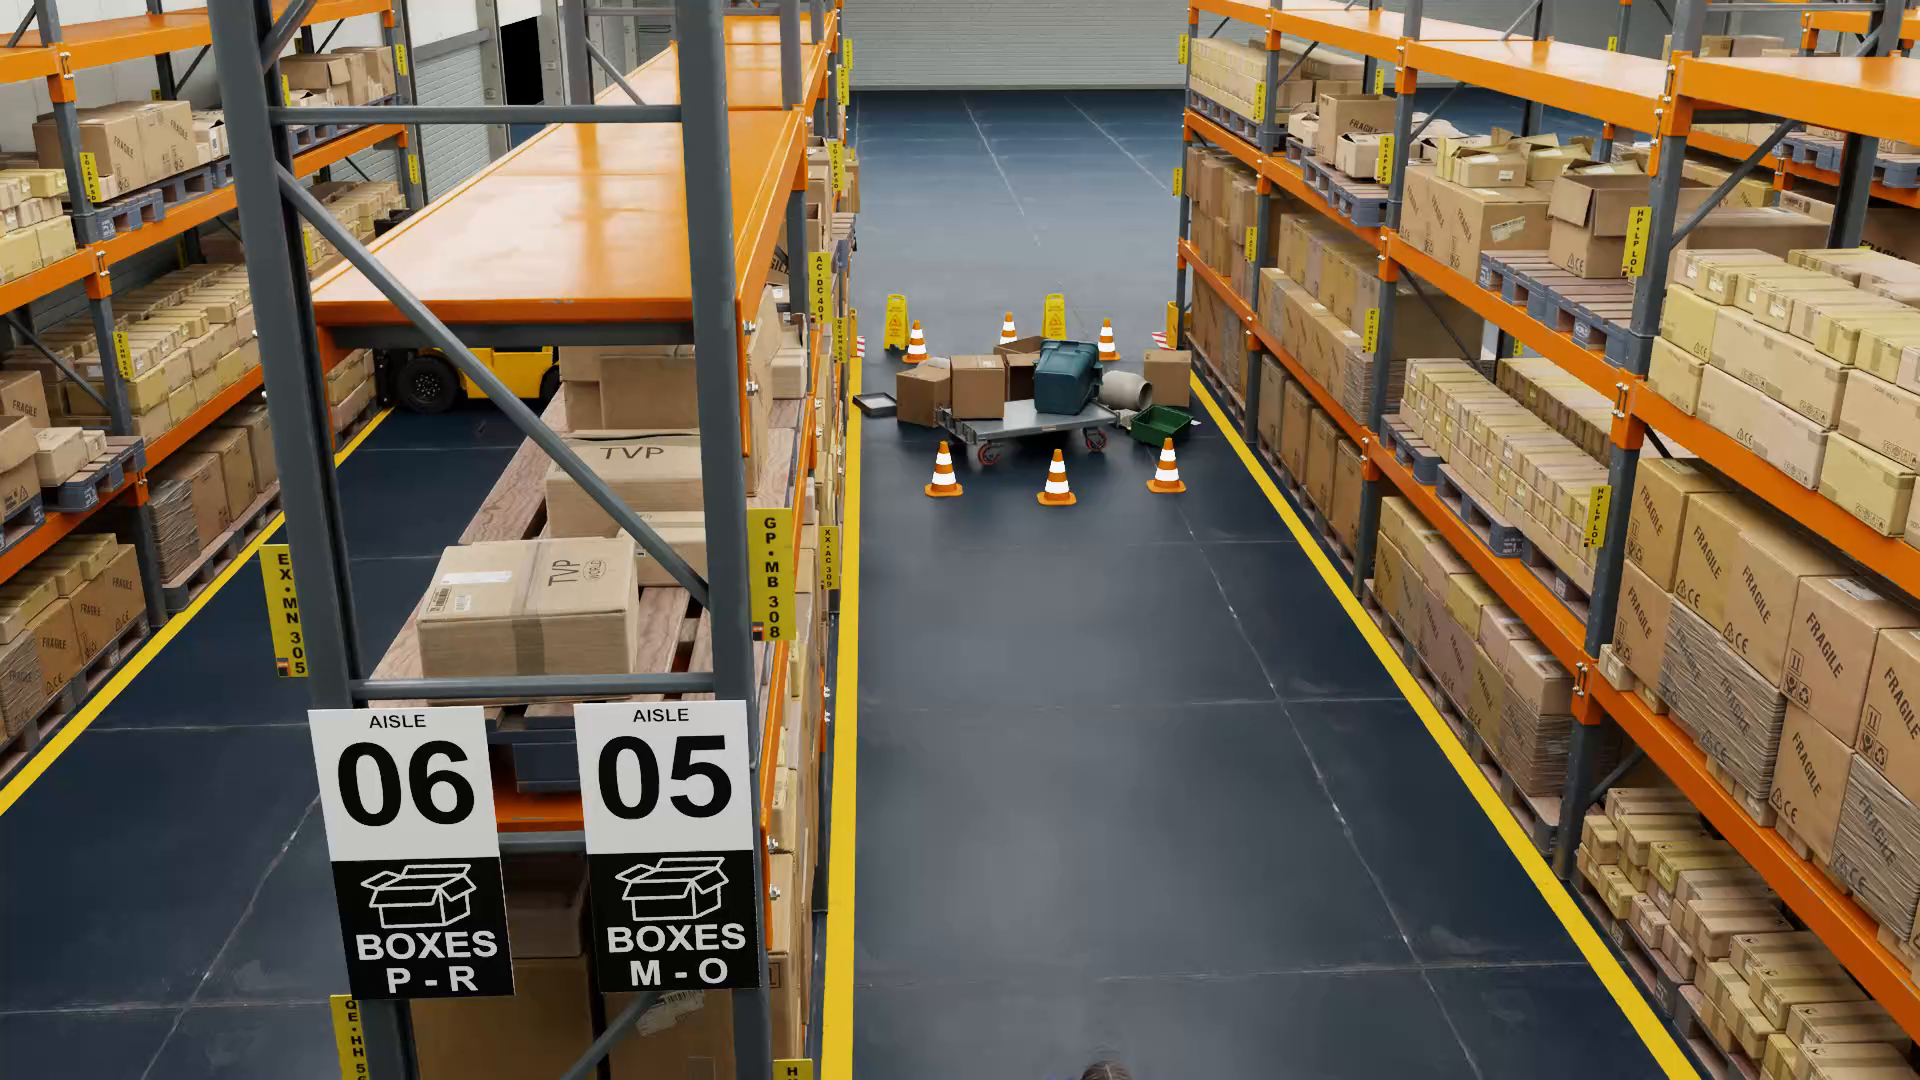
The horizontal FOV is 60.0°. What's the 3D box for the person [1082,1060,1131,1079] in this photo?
[{"bbox_3d":[0.477,2.377,5.238,0.479,1.602,0.974,-1,21,-3],"label":"person"}]
